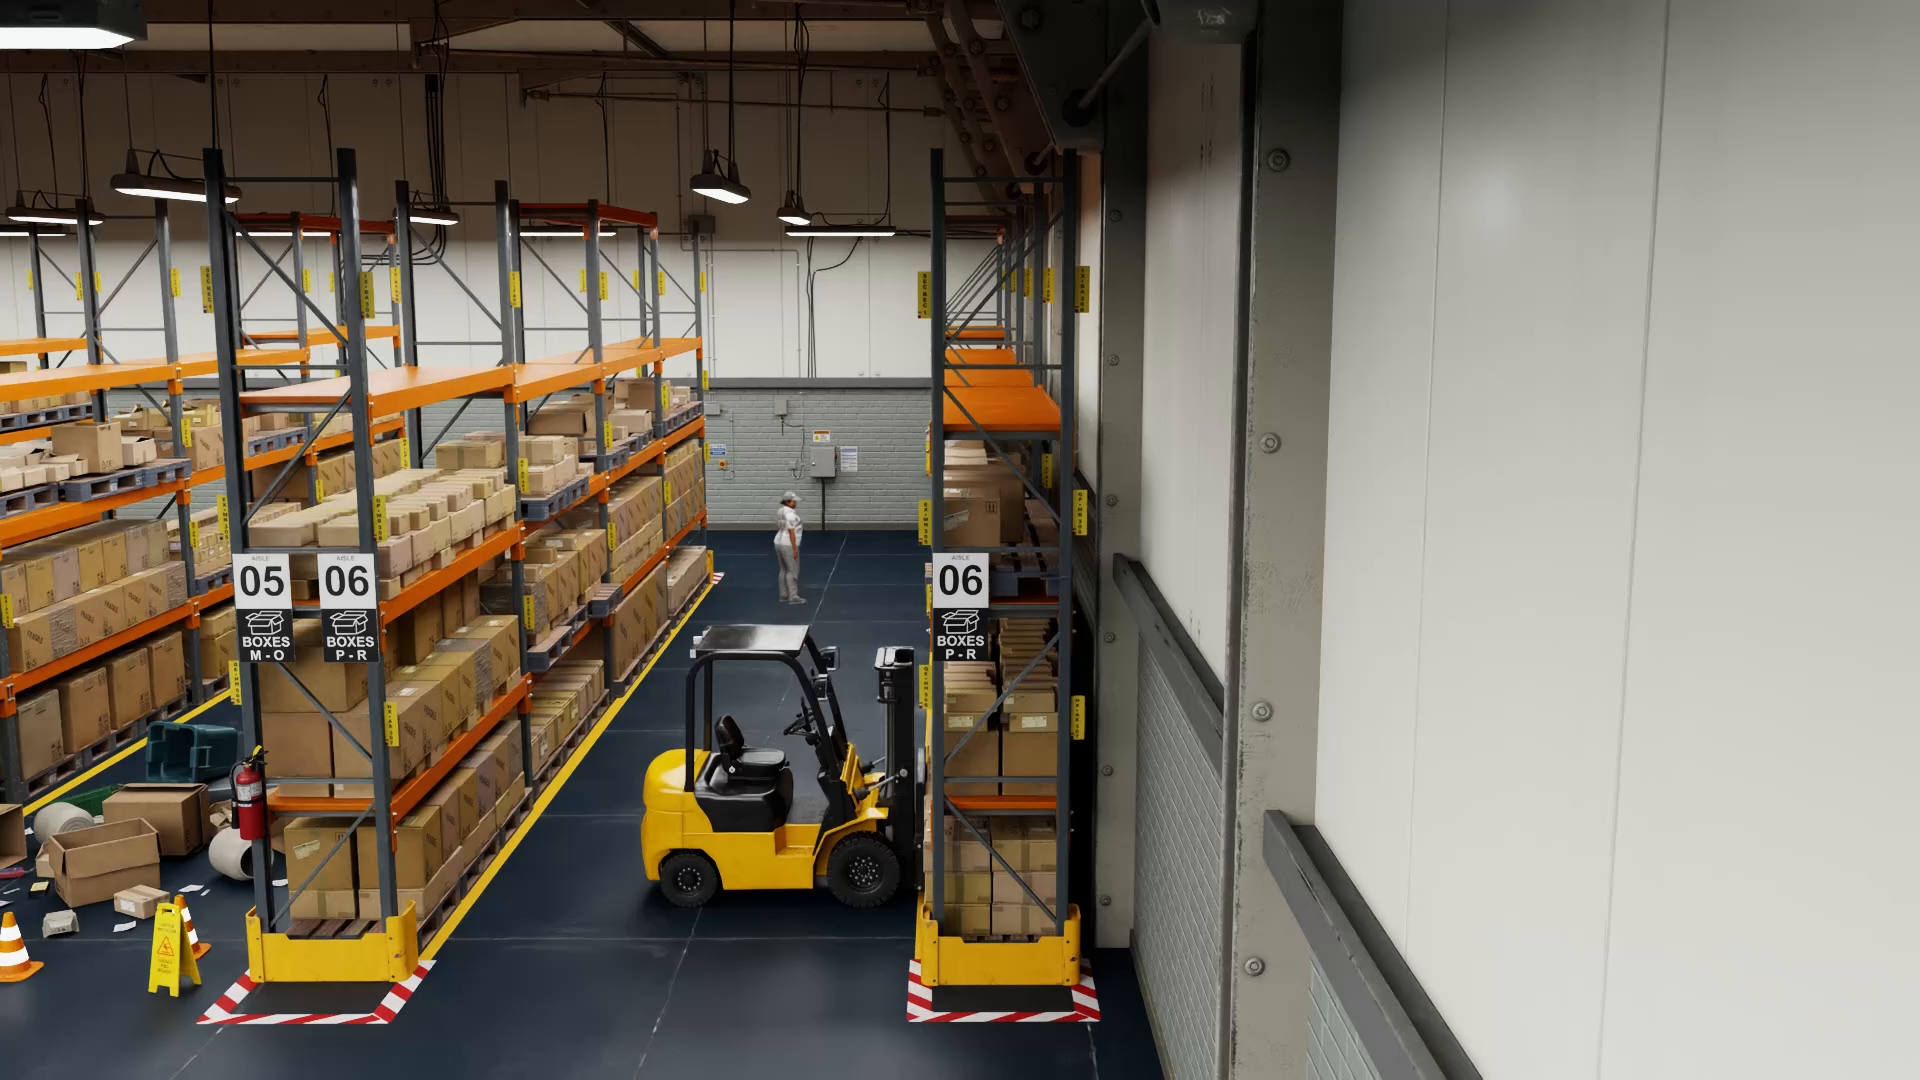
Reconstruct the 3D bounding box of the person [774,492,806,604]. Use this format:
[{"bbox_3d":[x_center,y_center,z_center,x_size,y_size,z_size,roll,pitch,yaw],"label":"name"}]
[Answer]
[{"bbox_3d":[-2.524,0.112,24.634,0.417,1.665,0.529,-5,10,-28],"label":"person"}]
